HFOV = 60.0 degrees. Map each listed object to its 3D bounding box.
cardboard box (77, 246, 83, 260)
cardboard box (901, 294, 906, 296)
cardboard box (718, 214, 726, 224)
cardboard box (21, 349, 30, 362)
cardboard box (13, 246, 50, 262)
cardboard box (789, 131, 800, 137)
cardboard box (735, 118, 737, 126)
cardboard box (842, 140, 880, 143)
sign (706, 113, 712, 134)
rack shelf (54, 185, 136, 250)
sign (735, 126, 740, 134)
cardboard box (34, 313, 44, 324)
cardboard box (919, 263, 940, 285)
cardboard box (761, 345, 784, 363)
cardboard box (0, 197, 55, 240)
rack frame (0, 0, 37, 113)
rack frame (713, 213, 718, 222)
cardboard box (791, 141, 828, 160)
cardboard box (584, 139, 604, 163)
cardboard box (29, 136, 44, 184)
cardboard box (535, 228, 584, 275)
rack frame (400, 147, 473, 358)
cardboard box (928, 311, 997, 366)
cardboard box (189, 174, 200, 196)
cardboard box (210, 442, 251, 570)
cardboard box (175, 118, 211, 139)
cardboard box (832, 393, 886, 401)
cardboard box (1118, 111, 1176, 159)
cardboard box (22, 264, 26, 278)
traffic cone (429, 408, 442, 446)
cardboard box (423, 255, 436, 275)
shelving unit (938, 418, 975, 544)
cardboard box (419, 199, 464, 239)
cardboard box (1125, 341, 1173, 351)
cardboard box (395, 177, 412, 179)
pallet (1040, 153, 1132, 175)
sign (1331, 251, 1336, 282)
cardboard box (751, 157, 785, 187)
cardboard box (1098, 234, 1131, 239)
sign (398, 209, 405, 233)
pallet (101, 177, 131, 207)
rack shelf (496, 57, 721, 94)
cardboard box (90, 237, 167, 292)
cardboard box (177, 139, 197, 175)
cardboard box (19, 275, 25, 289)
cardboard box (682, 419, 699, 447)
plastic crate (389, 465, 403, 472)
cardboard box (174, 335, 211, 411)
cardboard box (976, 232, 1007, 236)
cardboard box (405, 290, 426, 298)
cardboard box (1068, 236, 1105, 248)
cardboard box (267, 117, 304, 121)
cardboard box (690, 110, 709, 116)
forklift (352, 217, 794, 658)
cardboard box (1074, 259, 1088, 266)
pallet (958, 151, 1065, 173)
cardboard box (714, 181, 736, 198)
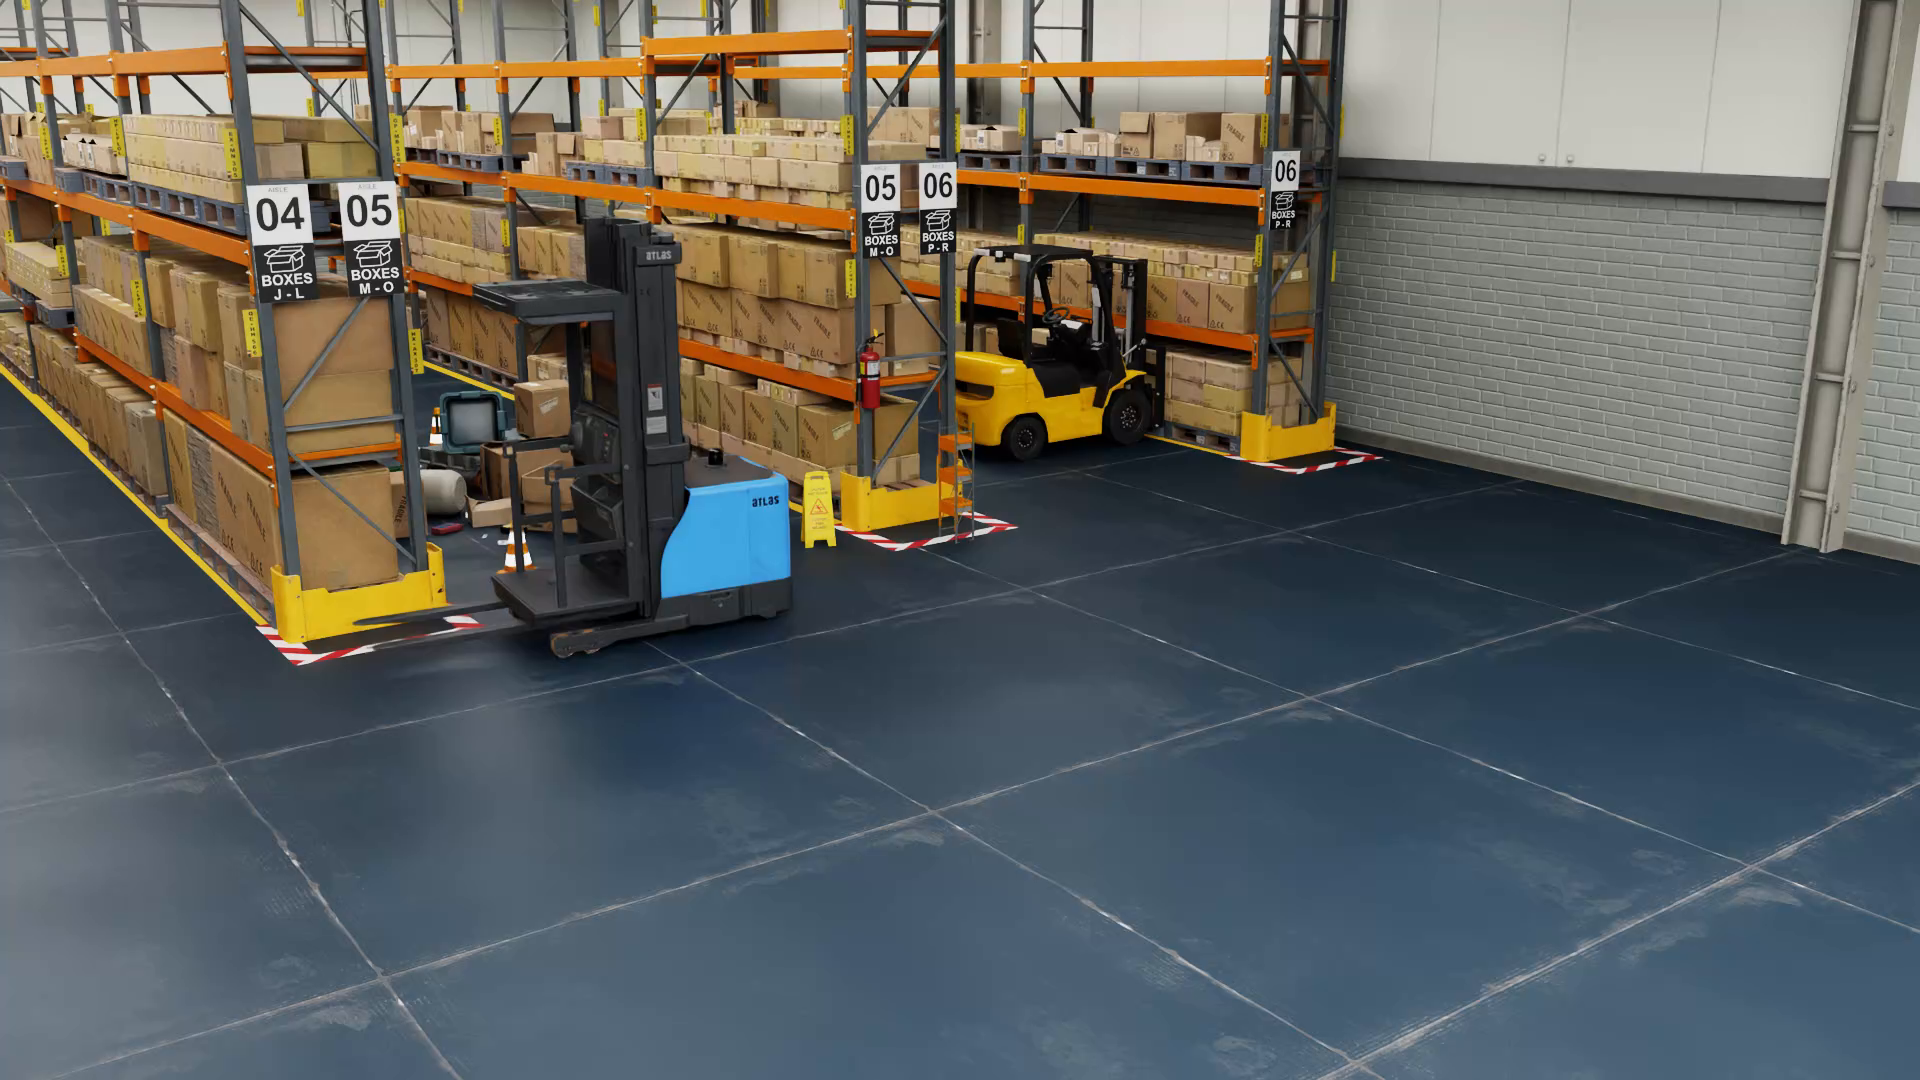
[{"bbox_3d":[-10.481,-3.486,20.184,0.380,0.149,0.250,-12,19,-36],"label":"cardboard box"},{"bbox_3d":[-0.841,-2.068,15.698,0.500,0.500,0.500,-10,18,-33],"label":"cardboard box"},{"bbox_3d":[-3.419,-5.069,26.429,0.700,0.500,0.500,-10,18,-33],"label":"cardboard box"},{"bbox_3d":[-12.091,-2.440,21.849,0.380,0.149,0.250,-12,19,-37],"label":"cardboard box"},{"bbox_3d":[-11.158,-3.440,20.017,0.380,0.149,0.250,-11,19,-35],"label":"cardboard box"},{"bbox_3d":[-2.309,-5.986,24.611,0.380,0.149,0.250,-10,18,-33],"label":"cardboard box"},{"bbox_3d":[-3.372,-6.437,25.660,0.380,0.149,0.250,-11,19,-36],"label":"cardboard box"},{"bbox_3d":[-0.869,-3.620,15.402,0.380,0.149,0.250,-11,19,-35],"label":"cardboard box"},{"bbox_3d":[-3.957,-6.566,26.224,0.100,0.325,0.005,-11,19,-35],"label":"sign"},{"bbox_3d":[-7.952,-3.213,16.316,1.077,0.370,4.000,-11,19,-35],"label":"rack shelf"},{"bbox_3d":[-2.397,-4.259,17.792,0.100,0.325,0.005,-11,19,-35],"label":"sign"},{"bbox_3d":[-13.214,-3.227,24.163,0.380,0.149,0.250,-10,18,-33],"label":"cardboard box"},{"bbox_3d":[-0.203,-3.569,22.217,0.500,0.250,0.500,-10,18,-33],"label":"cardboard box"},{"bbox_3d":[-1.681,-1.810,15.983,0.380,0.149,0.250,-11,19,-35],"label":"cardboard box"},{"bbox_3d":[-11.975,-4.127,21.327,0.500,0.500,0.500,-12,19,-36],"label":"cardboard box"},{"bbox_3d":[-13.832,-7.143,23.627,1.000,3.000,0.127,-11,19,-35],"label":"rack frame"},{"bbox_3d":[-3.522,-4.956,27.002,1.000,3.000,0.127,-11,19,-35],"label":"rack frame"},{"bbox_3d":[-1.310,-3.534,15.089,0.380,0.149,0.250,-11,19,-34],"label":"cardboard box"},{"bbox_3d":[-3.884,-4.374,18.680,0.500,0.250,0.500,-11,19,-34],"label":"cardboard box"},{"bbox_3d":[-9.974,-4.223,18.452,0.500,0.500,0.500,-11,19,-35],"label":"cardboard box"},{"bbox_3d":[-4.794,-3.483,20.070,0.500,0.500,0.500,-10,18,-32],"label":"cardboard box"},{"bbox_3d":[-7.535,-4.185,24.184,1.000,3.000,0.127,-11,19,-35],"label":"rack frame"},{"bbox_3d":[-0.028,-2.742,22.614,0.875,0.625,0.625,-12,19,-37],"label":"cardboard box"},{"bbox_3d":[-5.492,-2.645,12.366,0.380,0.149,0.250,-11,19,-35],"label":"cardboard box"},{"bbox_3d":[-5.395,-0.332,13.338,0.875,0.875,0.875,-11,19,-35],"label":"cardboard box"},{"bbox_3d":[-5.644,-3.084,12.461,0.380,0.149,0.250,-11,19,-35],"label":"cardboard box"},{"bbox_3d":[-1.056,-1.192,16.240,0.500,0.500,0.500,-12,19,-37],"label":"cardboard box"},{"bbox_3d":[2.242,-4.563,18.702,0.797,0.503,0.637,-10,18,-33],"label":"cardboard box"},{"bbox_3d":[-10.845,-3.185,19.647,0.380,0.149,0.250,-11,19,-35],"label":"cardboard box"},{"bbox_3d":[-5.672,-1.207,18.110,0.336,0.463,0.334,-11,19,-35],"label":"traffic cone"},{"bbox_3d":[-7.185,-3.867,23.308,0.500,0.250,0.500,-11,19,-36],"label":"cardboard box"},{"bbox_3d":[-0.031,-0.518,14.479,0.215,1.050,0.252,-11,19,-35],"label":"shelving unit"},{"bbox_3d":[-7.187,-4.472,23.151,0.500,0.500,0.500,-11,19,-35],"label":"cardboard box"},{"bbox_3d":[2.109,-2.126,19.180,0.500,0.250,0.500,-11,19,-36],"label":"cardboard box"},{"bbox_3d":[-8.719,-5.573,25.943,0.380,0.149,0.250,-10,18,-33],"label":"cardboard box"},{"bbox_3d":[1.704,-4.474,19.725,1.003,0.211,1.213,-11,19,-35],"label":"pallet"},{"bbox_3d":[3.986,-2.934,17.825,0.100,0.325,0.005,-11,19,-35],"label":"sign"},{"bbox_3d":[-1.602,-3.425,15.448,0.500,0.250,0.500,-10,18,-33],"label":"cardboard box"},{"bbox_3d":[1.894,-3.617,20.126,0.380,0.149,0.250,-11,19,-35],"label":"cardboard box"},{"bbox_3d":[-7.983,-4.554,23.743,0.100,0.325,0.005,-11,19,-35],"label":"sign"},{"bbox_3d":[-7.355,-3.229,15.373,0.805,0.209,1.217,-12,19,-37],"label":"pallet"},{"bbox_3d":[-4.007,-5.257,18.859,1.077,0.370,4.000,-11,19,-35],"label":"rack shelf"},{"bbox_3d":[-8.574,-2.866,17.282,0.700,0.500,0.500,-11,19,-35],"label":"cardboard box"},{"bbox_3d":[-5.526,-2.877,12.458,0.500,0.250,0.500,-11,19,-35],"label":"cardboard box"},{"bbox_3d":[-11.012,-3.100,19.902,0.380,0.149,0.250,-12,19,-37],"label":"cardboard box"},{"bbox_3d":[-2.703,-1.185,17.637,0.500,0.250,0.500,-12,19,-37],"label":"cardboard box"},{"bbox_3d":[-5.614,-0.524,16.027,0.450,0.188,0.662,-11,16,-3],"label":"plastic crate"},{"bbox_3d":[-5.985,-1.435,13.851,0.875,0.550,0.550,-11,19,-35],"label":"cardboard box"},{"bbox_3d":[0.441,-3.998,22.082,0.380,0.149,0.250,-11,19,-35],"label":"cardboard box"},{"bbox_3d":[-8.873,-3.686,26.420,0.875,0.438,0.875,-10,18,-33],"label":"cardboard box"},{"bbox_3d":[1.513,-3.543,19.859,0.380,0.149,0.250,-11,19,-36],"label":"cardboard box"},{"bbox_3d":[-5.109,-3.186,12.832,0.380,0.149,0.250,-11,19,-35],"label":"cardboard box"},{"bbox_3d":[-4.014,-6.786,26.778,0.500,0.250,0.500,-11,19,-34],"label":"cardboard box"},{"bbox_3d":[-2.779,-0.752,11.771,3.031,2.935,1.130,-9,18,-30],"label":"forklift"},{"bbox_3d":[1.570,-3.329,19.640,0.380,0.149,0.250,-10,18,-33],"label":"cardboard box"},{"bbox_3d":[0.652,-4.789,21.070,0.805,0.209,1.217,-12,19,-37],"label":"pallet"},{"bbox_3d":[-2.159,-3.409,16.142,0.380,0.149,0.250,-11,19,-36],"label":"cardboard box"}]
